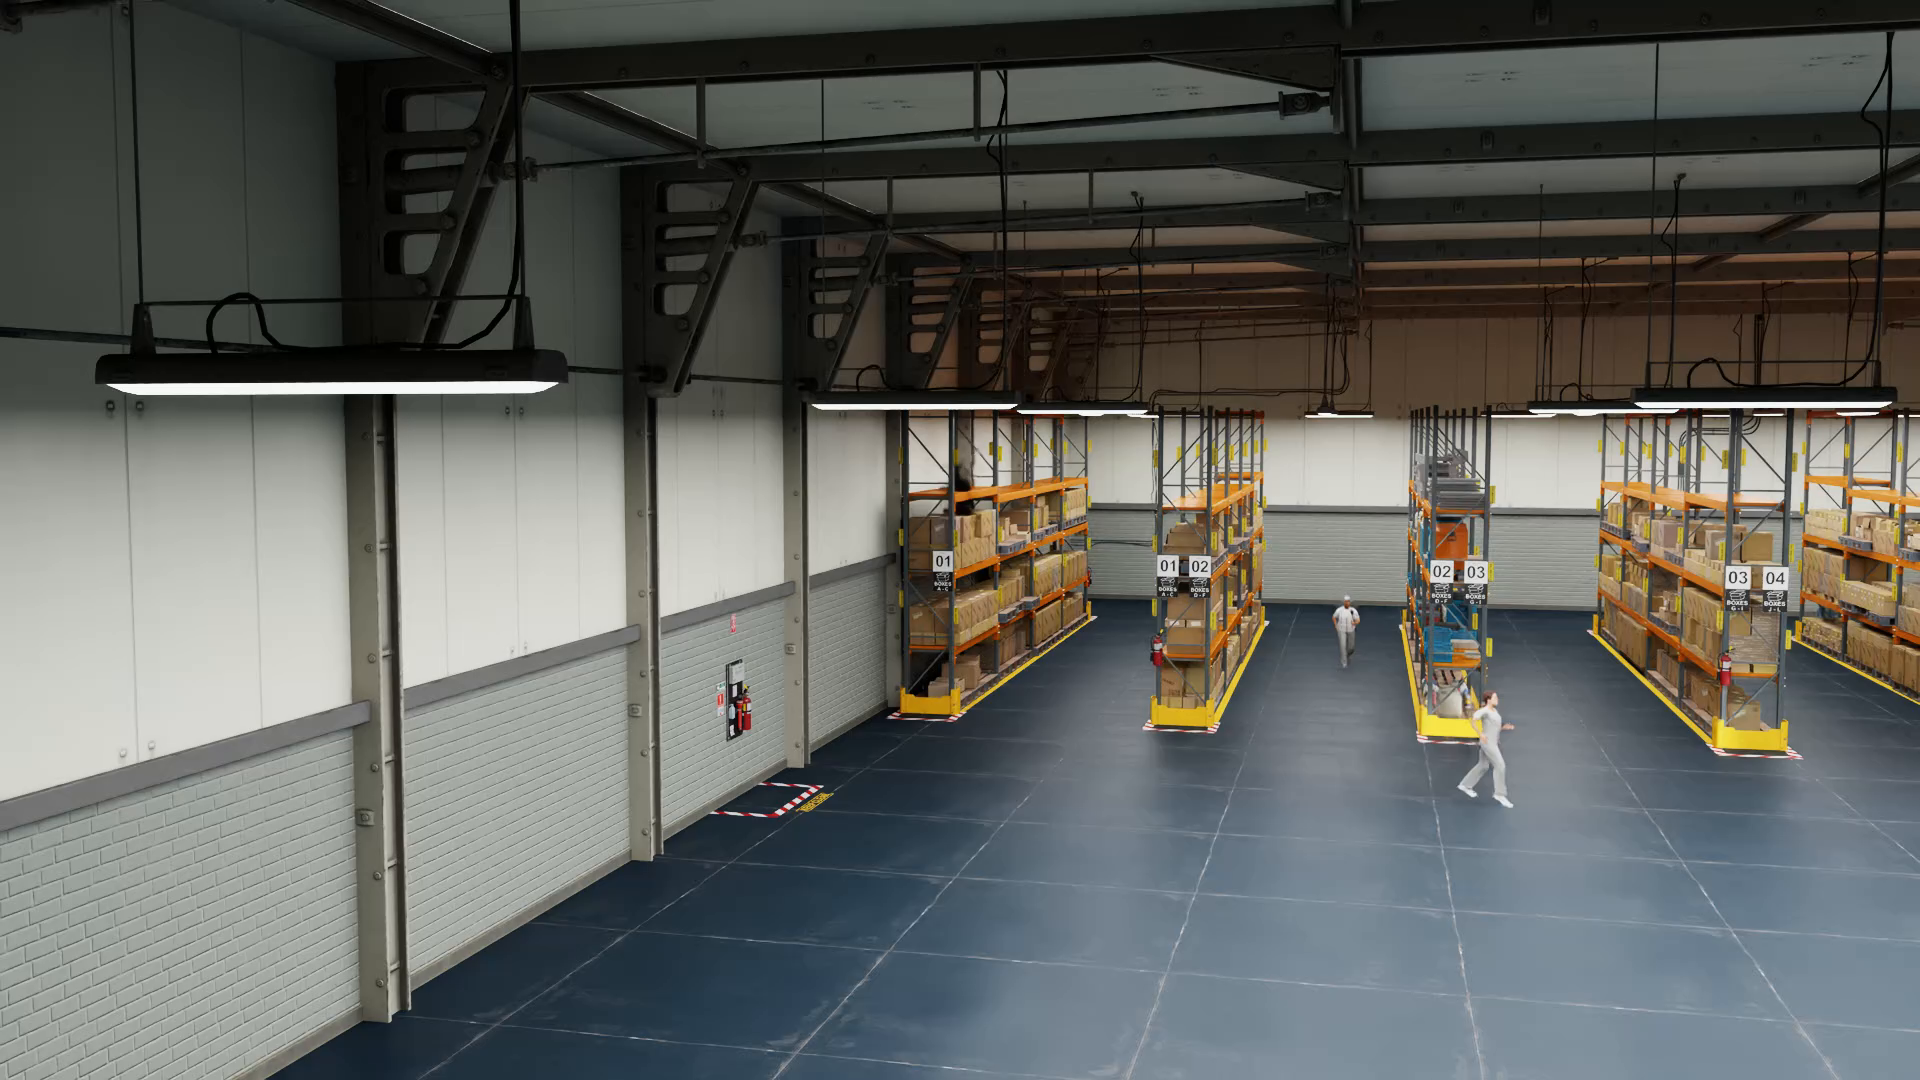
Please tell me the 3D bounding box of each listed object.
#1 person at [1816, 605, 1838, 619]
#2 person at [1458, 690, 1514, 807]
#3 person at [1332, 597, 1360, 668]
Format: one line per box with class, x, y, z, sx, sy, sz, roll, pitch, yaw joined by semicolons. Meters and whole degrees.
person;23.230;1.638;44.505;0.959;1.748;0.723;0;4;-1
person;7.898;3.096;24.926;0.825;1.724;0.553;2;5;29
person;8.984;2.130;38.697;0.620;1.633;0.794;1;4;8
